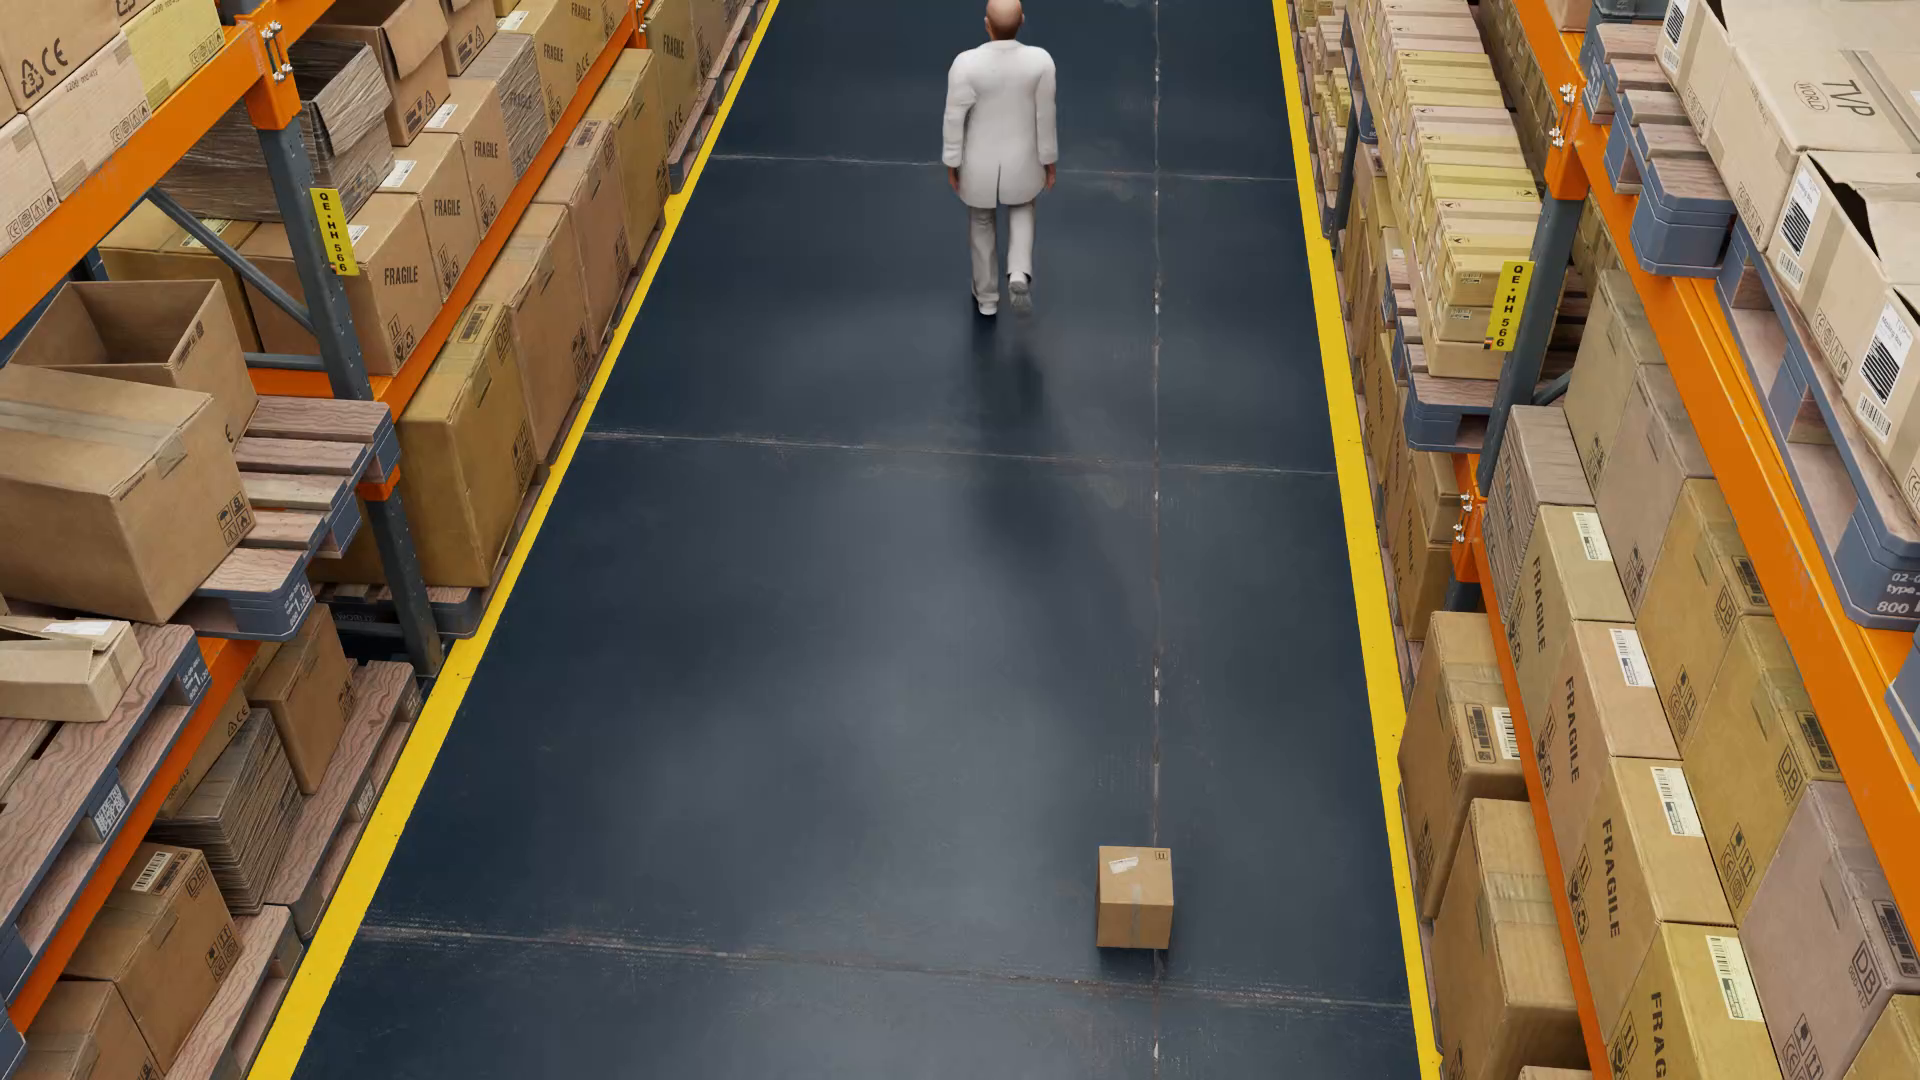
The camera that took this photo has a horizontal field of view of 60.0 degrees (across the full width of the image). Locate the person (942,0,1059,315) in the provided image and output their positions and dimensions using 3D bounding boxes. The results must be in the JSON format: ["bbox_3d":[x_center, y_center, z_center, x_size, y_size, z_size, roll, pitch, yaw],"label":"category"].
[{"bbox_3d":[0.206,-1.945,8.485,0.598,1.764,0.577,-3,40,-4],"label":"person"}]
